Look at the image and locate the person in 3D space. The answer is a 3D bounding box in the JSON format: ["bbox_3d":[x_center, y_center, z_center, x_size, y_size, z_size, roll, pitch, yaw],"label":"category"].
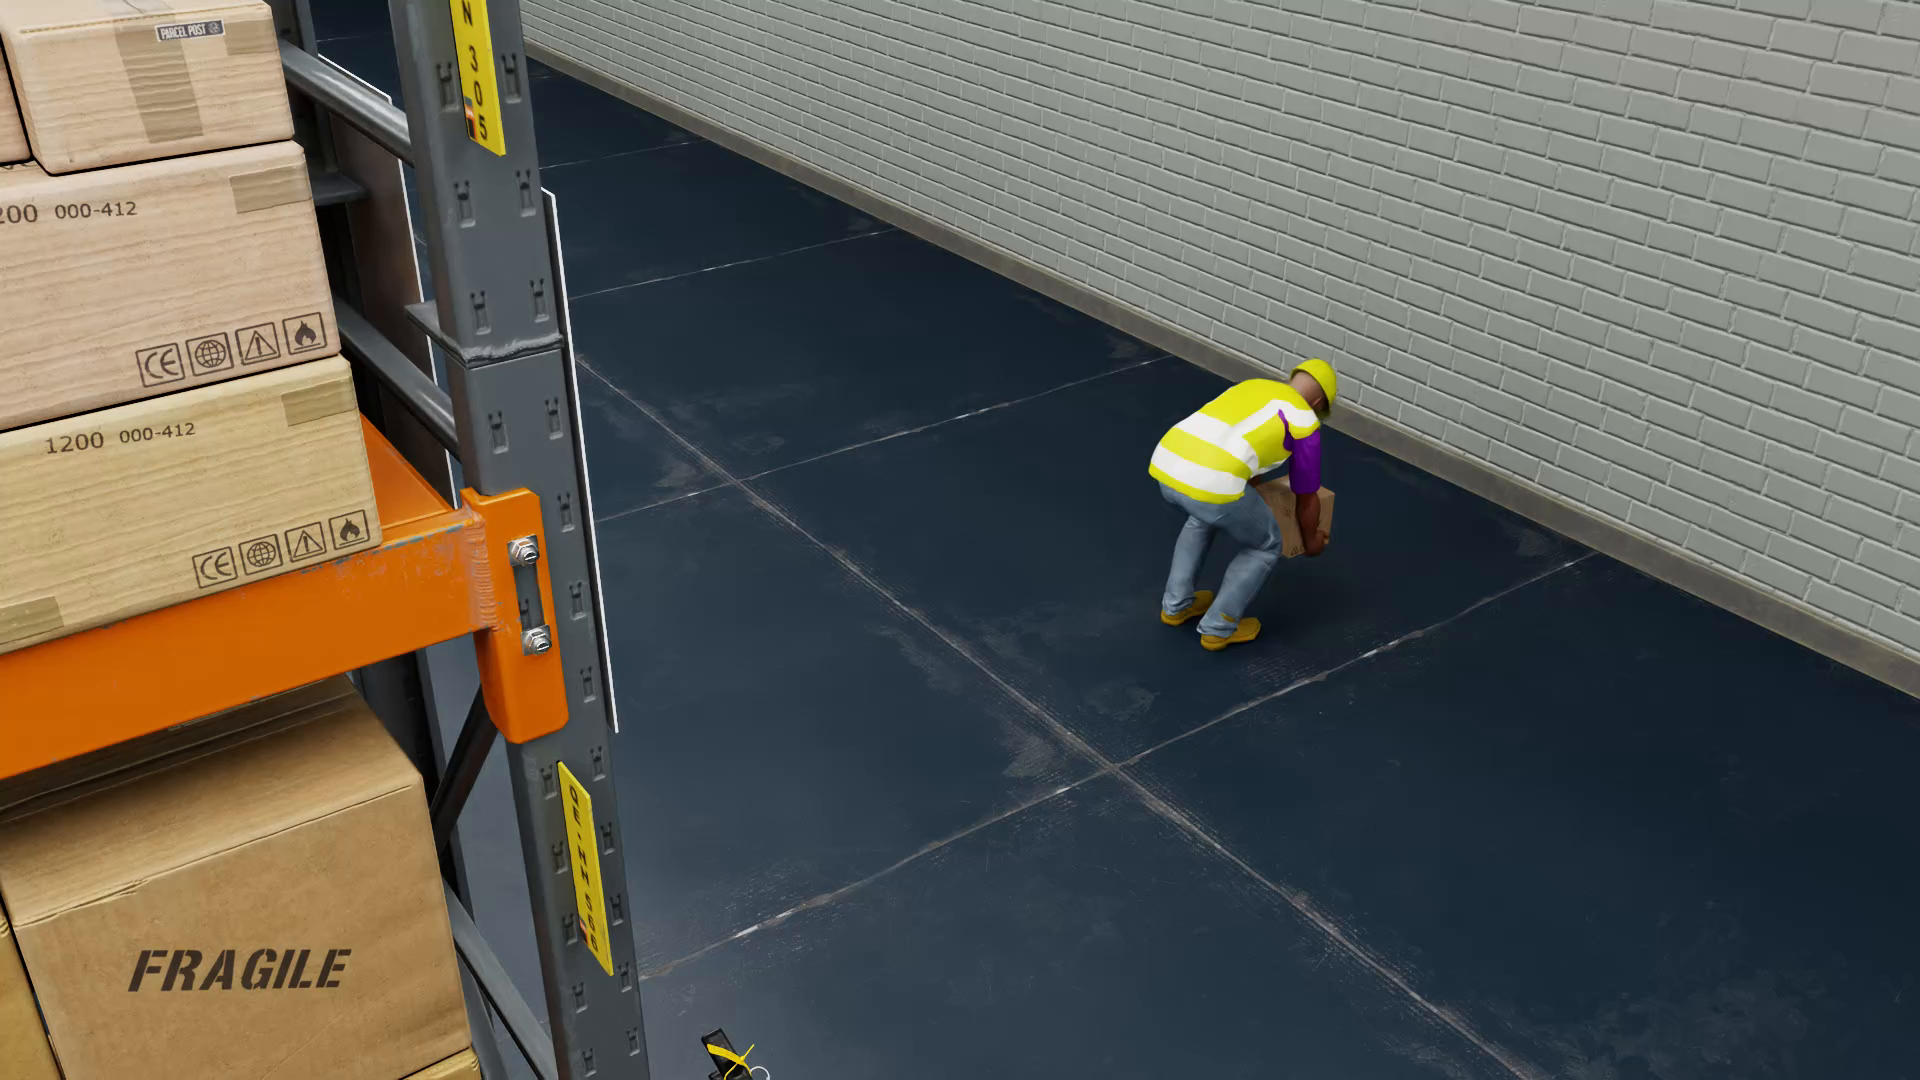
[{"bbox_3d":[1.221,-0.165,7.097,0.964,1.103,0.512,-21,35,-33],"label":"person"}]
